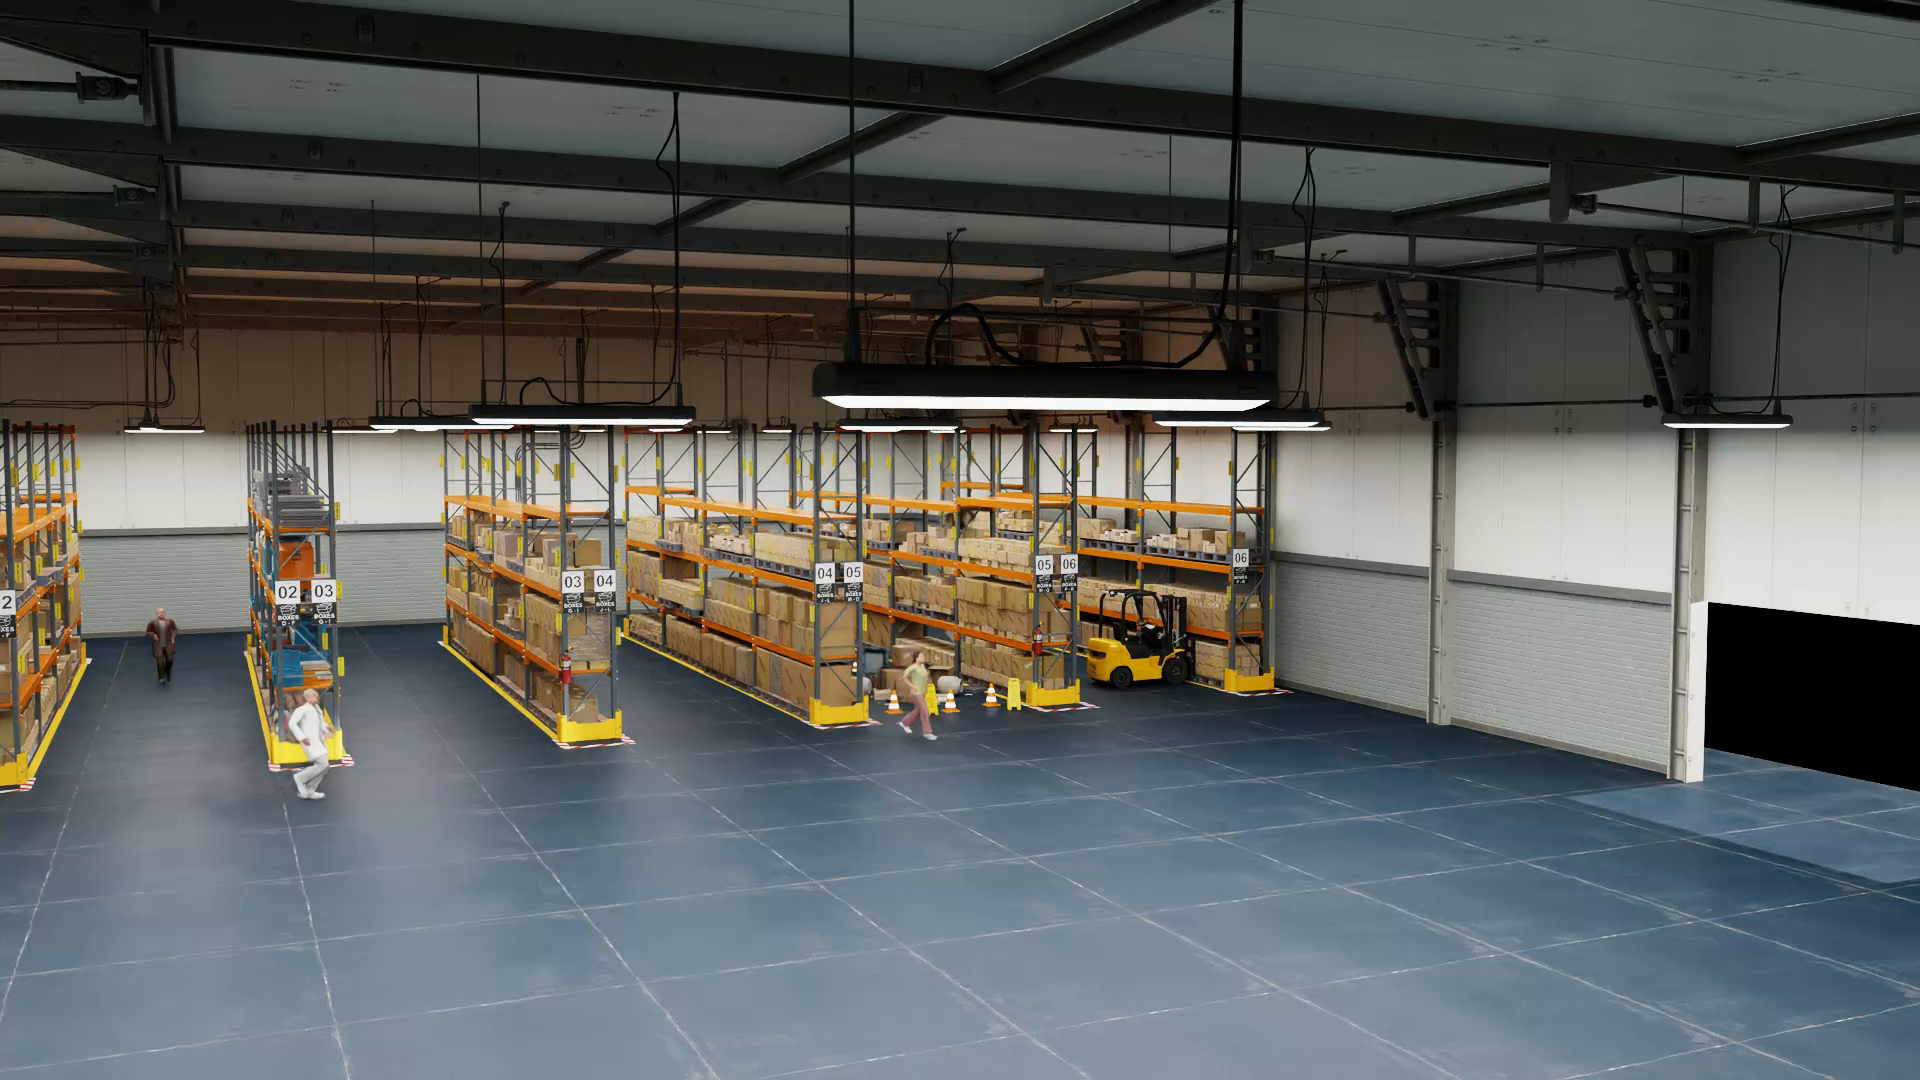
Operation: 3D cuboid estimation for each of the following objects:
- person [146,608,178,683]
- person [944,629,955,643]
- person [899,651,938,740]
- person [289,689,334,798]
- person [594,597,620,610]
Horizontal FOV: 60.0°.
[{"bbox_3d":[-18.391,2.444,38.381,0.698,1.735,0.633,-2,4,-33],"label":"person"},{"bbox_3d":[-0.240,2.071,44.416,0.706,1.758,0.783,-2,4,-24],"label":"person"},{"bbox_3d":[-0.819,2.920,31.478,0.857,1.678,0.586,2,4,26],"label":"person"},{"bbox_3d":[-10.178,3.211,26.198,0.572,1.738,0.775,0,4,4],"label":"person"},{"bbox_3d":[-9.333,2.064,44.010,0.691,1.775,0.946,-2,4,-31],"label":"person"}]
